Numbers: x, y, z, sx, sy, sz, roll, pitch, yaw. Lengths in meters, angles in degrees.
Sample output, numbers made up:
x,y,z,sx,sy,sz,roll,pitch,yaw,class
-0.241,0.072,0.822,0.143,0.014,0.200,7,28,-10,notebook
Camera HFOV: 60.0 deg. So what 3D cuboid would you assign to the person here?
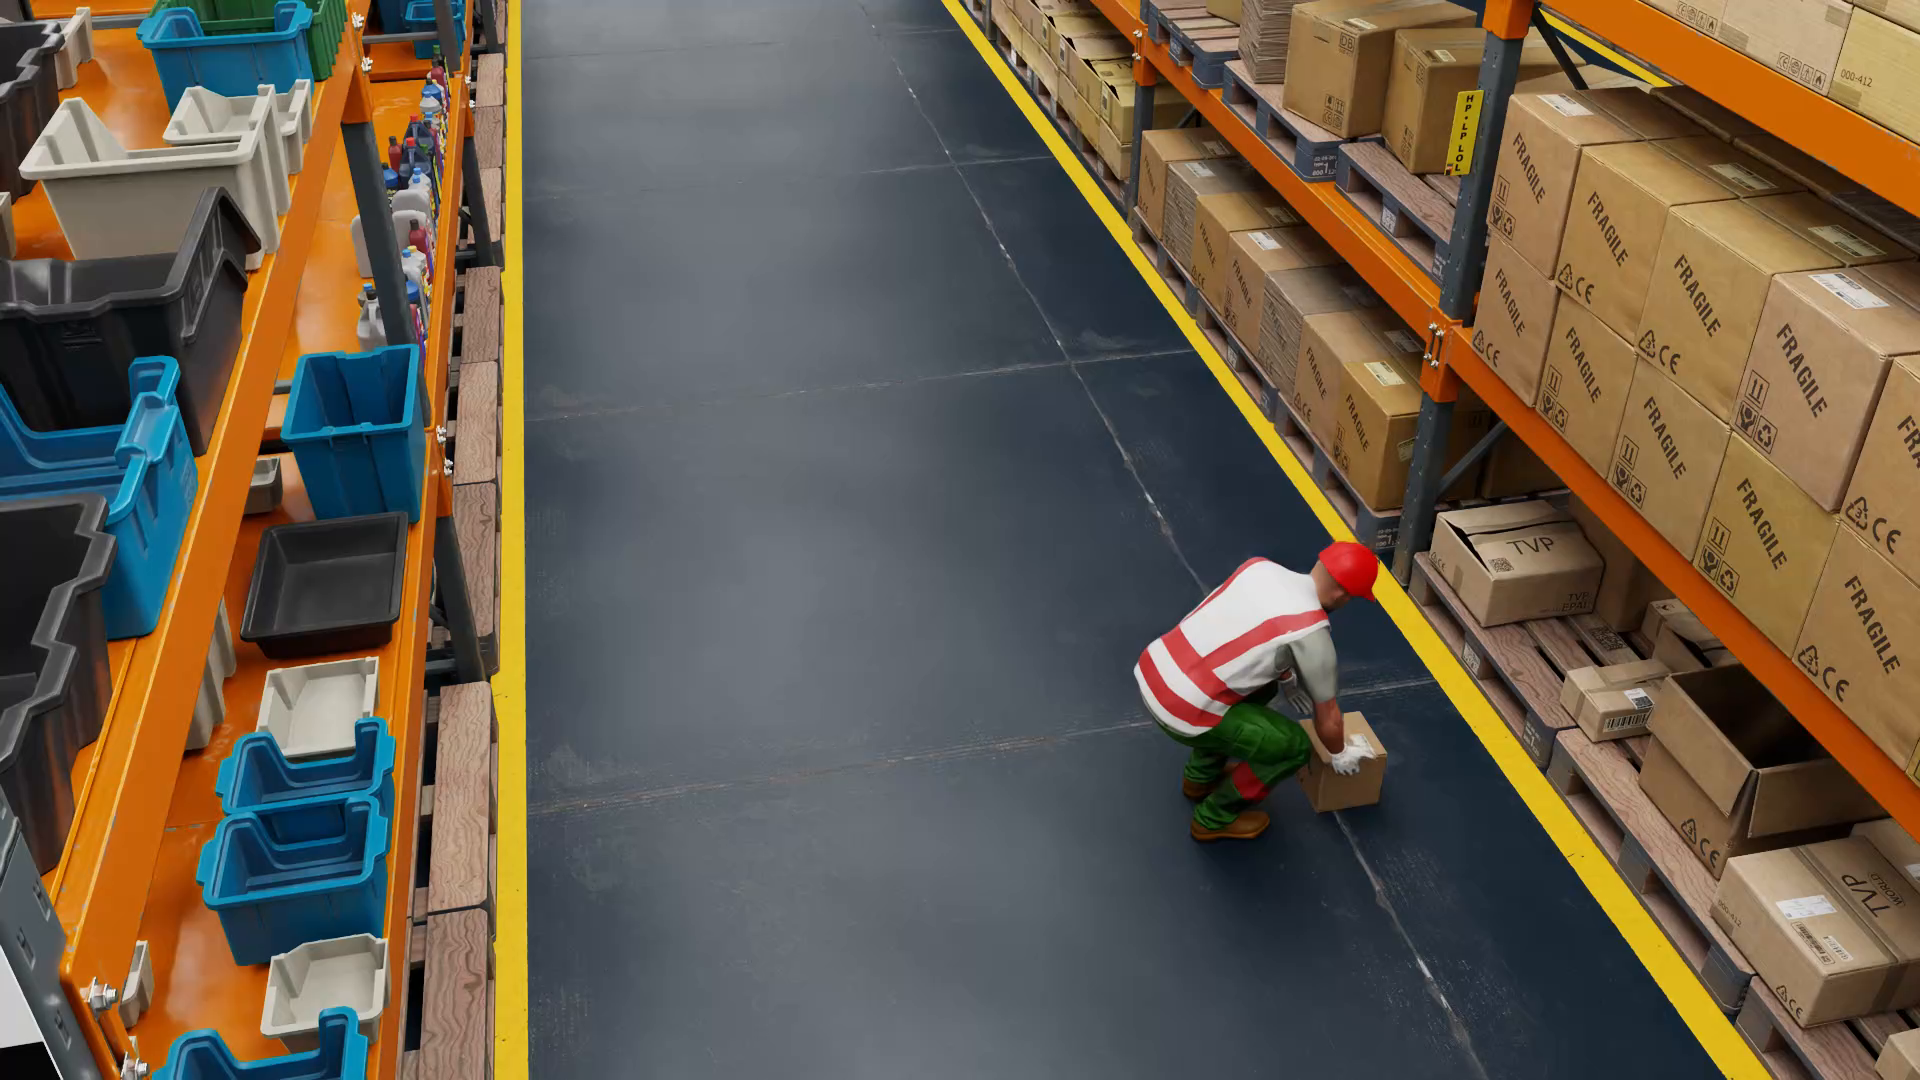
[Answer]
x,y,z,sx,sy,sz,roll,pitch,yaw,class
1.048,0.519,5.979,0.866,1.091,0.581,-7,35,-11,person
